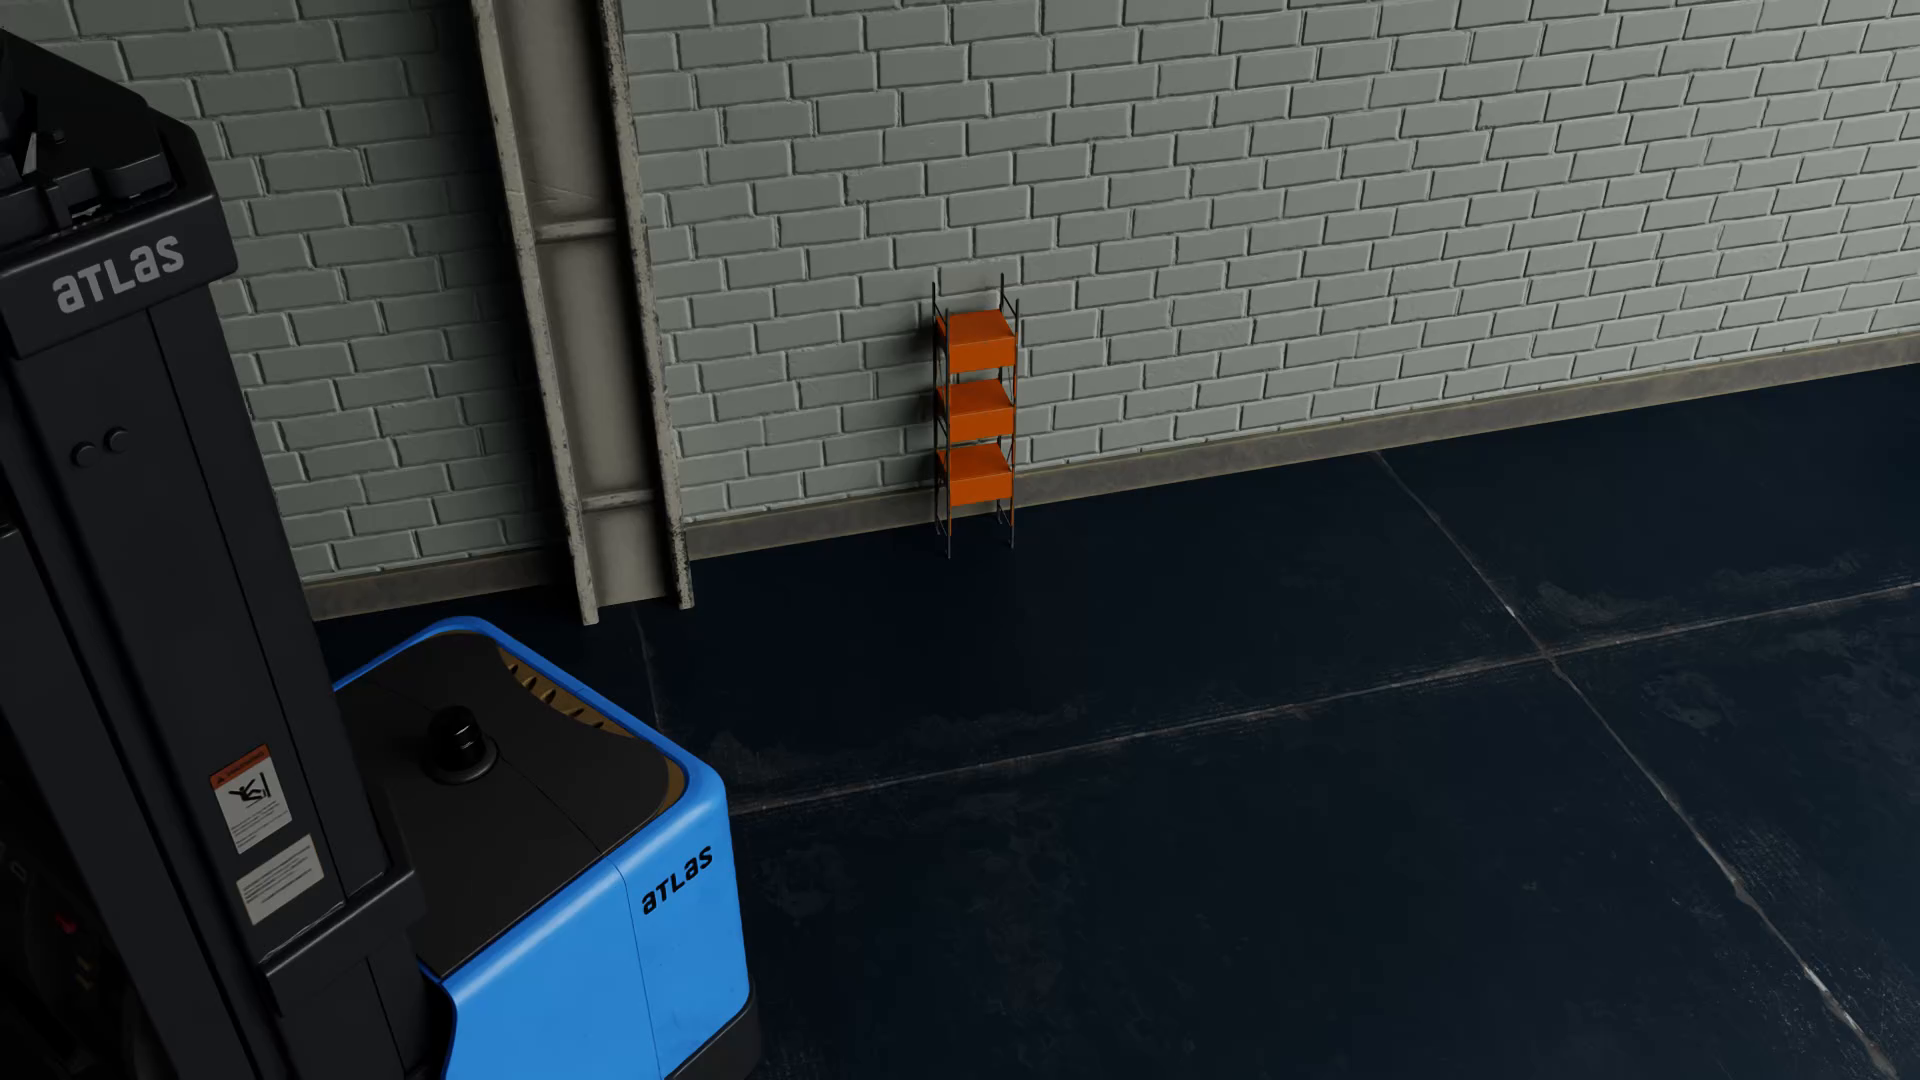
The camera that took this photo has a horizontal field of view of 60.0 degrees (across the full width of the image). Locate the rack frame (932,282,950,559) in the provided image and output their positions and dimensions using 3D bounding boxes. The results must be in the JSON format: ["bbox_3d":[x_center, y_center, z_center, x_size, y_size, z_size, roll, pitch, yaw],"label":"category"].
[{"bbox_3d":[-0.066,-0.406,5.917,0.008,1.050,0.200,-9,38,-12],"label":"rack frame"}]

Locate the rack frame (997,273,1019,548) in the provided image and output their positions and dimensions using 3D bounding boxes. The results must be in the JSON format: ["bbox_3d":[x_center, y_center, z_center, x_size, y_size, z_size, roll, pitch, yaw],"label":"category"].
[{"bbox_3d":[0.169,-0.445,5.967,0.008,1.050,0.200,-9,38,-12],"label":"rack frame"}]

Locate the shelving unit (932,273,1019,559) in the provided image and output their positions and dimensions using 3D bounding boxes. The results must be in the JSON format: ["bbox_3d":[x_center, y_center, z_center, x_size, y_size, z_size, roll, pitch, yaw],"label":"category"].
[{"bbox_3d":[0.052,-0.425,5.942,0.252,1.050,0.215,-9,38,-12],"label":"shelving unit"}]

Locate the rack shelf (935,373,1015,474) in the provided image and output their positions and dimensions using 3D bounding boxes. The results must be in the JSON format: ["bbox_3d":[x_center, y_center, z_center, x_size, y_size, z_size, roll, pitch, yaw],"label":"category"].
[{"bbox_3d":[0.052,-0.417,5.949,0.240,0.259,0.215,-9,38,-12],"label":"rack shelf"}]

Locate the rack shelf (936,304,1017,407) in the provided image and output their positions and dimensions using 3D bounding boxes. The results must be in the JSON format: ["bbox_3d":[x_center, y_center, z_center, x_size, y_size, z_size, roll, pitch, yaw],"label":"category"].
[{"bbox_3d":[0.052,-0.642,5.776,0.240,0.259,0.215,-9,38,-12],"label":"rack shelf"}]

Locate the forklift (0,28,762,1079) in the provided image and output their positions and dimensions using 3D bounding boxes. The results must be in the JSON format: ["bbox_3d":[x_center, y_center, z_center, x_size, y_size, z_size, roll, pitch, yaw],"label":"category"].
[{"bbox_3d":[-1.844,0.735,2.877,1.130,2.935,3.031,27,45,30],"label":"forklift"}]

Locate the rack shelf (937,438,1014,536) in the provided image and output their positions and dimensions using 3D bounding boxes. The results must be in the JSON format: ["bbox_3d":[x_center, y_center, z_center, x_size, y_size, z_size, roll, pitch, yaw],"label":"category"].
[{"bbox_3d":[0.052,-0.196,6.117,0.240,0.259,0.215,-9,38,-12],"label":"rack shelf"}]
